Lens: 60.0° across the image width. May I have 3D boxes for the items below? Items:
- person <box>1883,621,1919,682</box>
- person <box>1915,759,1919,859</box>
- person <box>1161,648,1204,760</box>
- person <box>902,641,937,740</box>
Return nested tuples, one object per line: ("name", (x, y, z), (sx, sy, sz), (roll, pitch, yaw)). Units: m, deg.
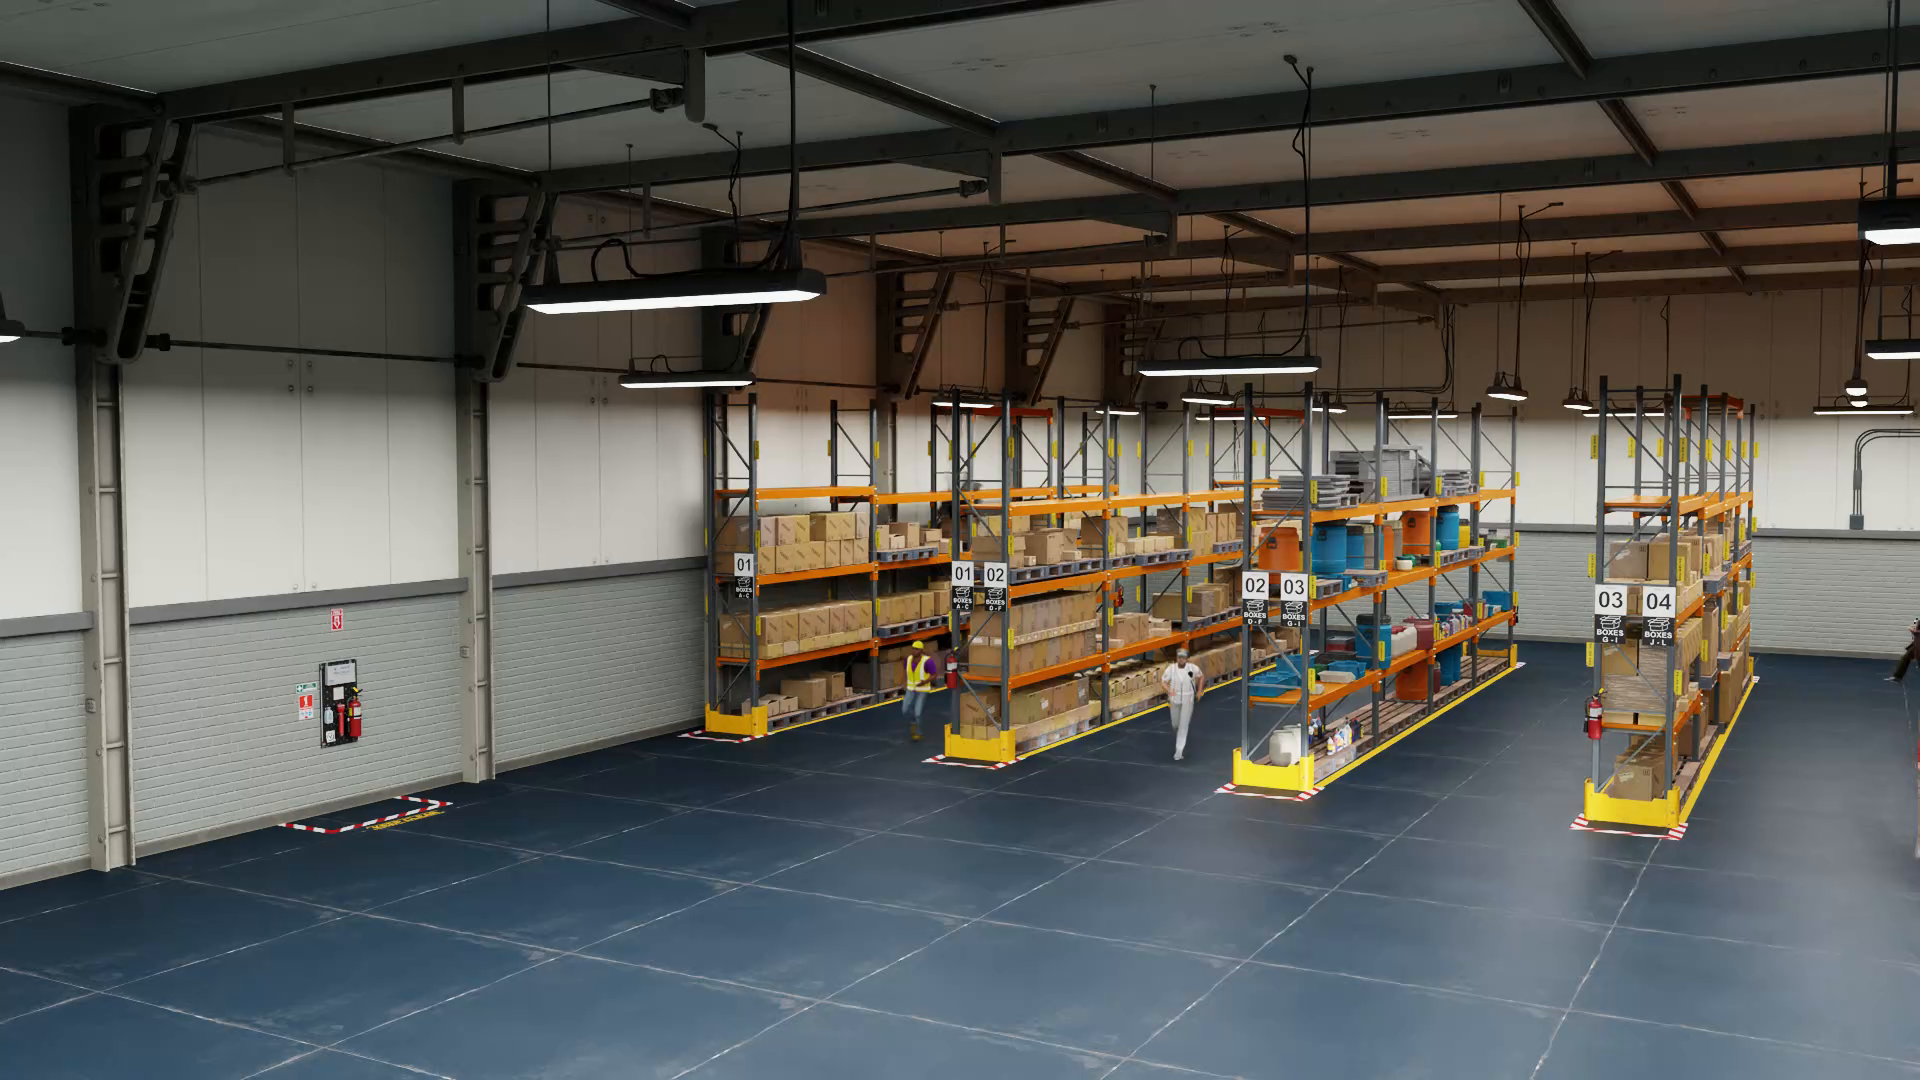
("person", (20.259, 2.242, 35.229), (1.057, 1.675, 0.778), (1, 3, 16))
("person", (11.841, 3.070, 19.843), (0.726, 1.675, 0.939), (0, 3, 5))
("person", (3.646, 2.650, 27.329), (0.686, 1.780, 1.014), (1, 3, 13))
("person", (-0.746, 2.592, 28.620), (0.705, 1.717, 0.564), (1, 3, 24))
